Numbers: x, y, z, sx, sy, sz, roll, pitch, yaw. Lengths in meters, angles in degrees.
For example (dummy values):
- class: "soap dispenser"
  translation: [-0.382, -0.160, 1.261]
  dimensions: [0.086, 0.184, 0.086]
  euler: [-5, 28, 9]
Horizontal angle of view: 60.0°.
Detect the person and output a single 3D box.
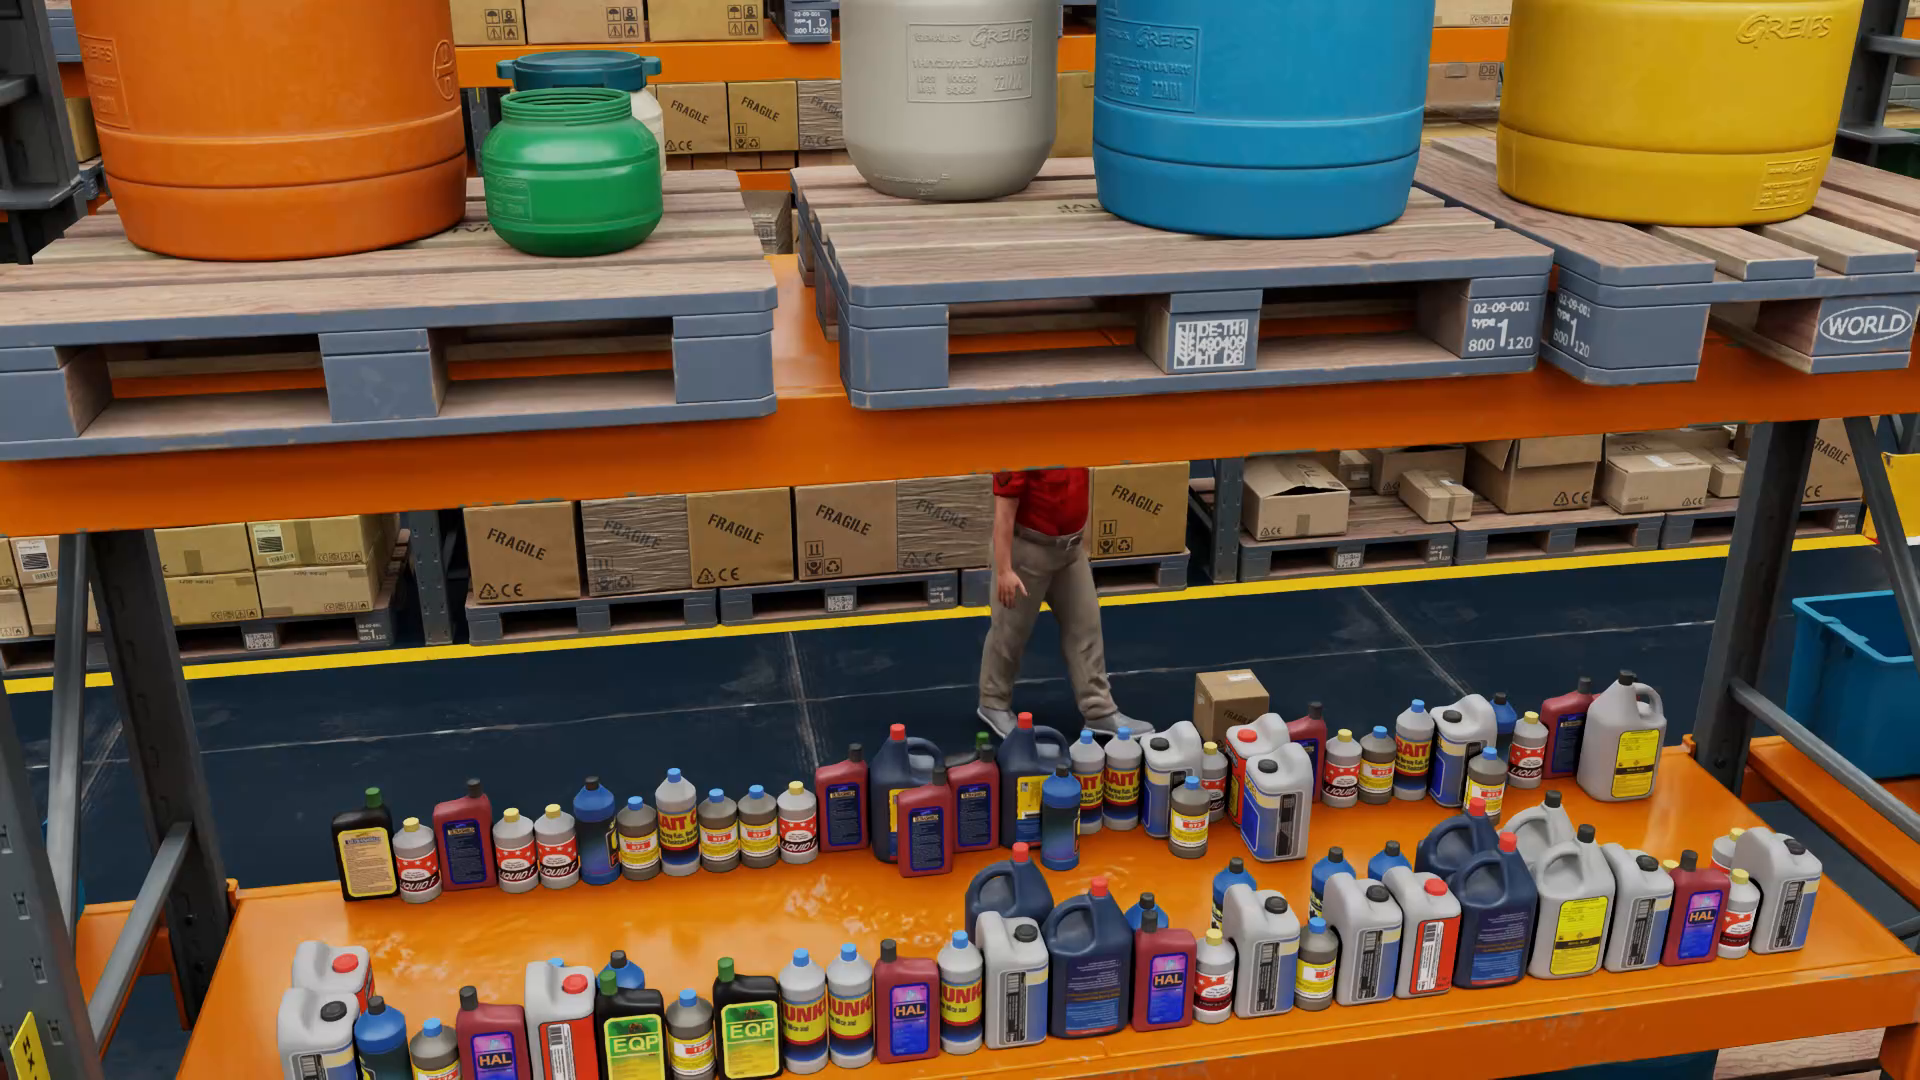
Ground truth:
- class: "person"
  translation: [0.428, 0.079, 6.925]
  dimensions: [0.780, 1.715, 0.584]
  euler: [17, 28, 34]
